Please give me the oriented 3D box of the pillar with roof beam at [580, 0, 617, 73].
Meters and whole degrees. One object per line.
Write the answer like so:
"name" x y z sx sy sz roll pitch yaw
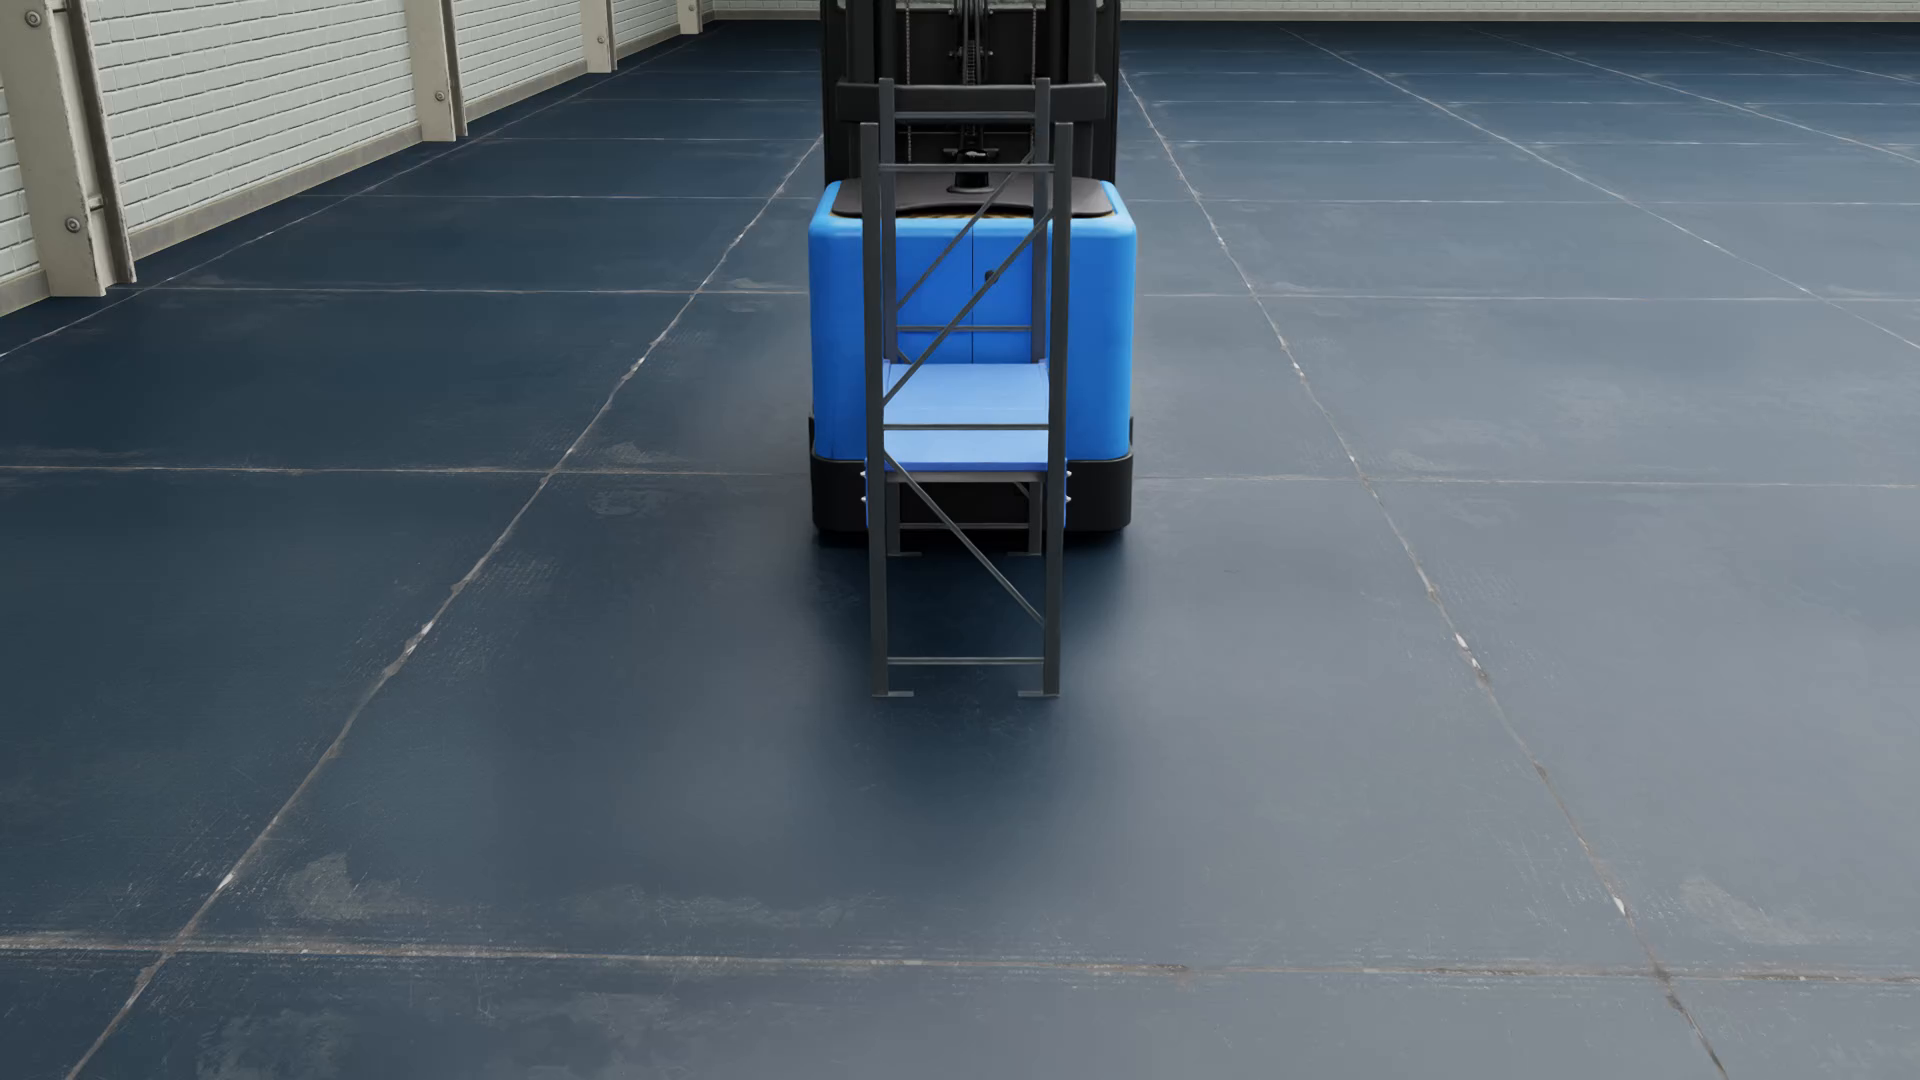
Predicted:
"pillar with roof beam" -0.067 -9.860 18.501 9.100 9.000 0.400 1 21 2

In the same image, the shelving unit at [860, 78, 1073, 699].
"shelving unit" 0.014 -0.465 4.653 0.538 1.500 1.048 0 21 0

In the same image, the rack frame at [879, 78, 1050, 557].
"rack frame" 0.014 -0.649 5.127 0.500 1.500 0.032 0 21 0

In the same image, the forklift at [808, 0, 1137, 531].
"forklift" 0.037 -1.875 6.309 1.130 2.935 3.031 0 21 0

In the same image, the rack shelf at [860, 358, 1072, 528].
"rack shelf" 0.014 -0.297 4.718 0.538 0.185 1.000 0 21 0

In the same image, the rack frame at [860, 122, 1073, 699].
"rack frame" 0.015 -0.281 4.179 0.500 1.500 0.032 0 21 0

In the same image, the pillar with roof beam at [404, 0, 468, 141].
"pillar with roof beam" -0.249 -7.691 12.910 9.100 9.000 0.400 1 21 2

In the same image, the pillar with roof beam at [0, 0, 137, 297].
"pillar with roof beam" -0.432 -5.521 7.319 9.100 9.000 0.400 1 21 2

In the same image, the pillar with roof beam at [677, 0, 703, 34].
"pillar with roof beam" 0.116 -12.030 24.092 9.100 9.000 0.400 1 21 2
